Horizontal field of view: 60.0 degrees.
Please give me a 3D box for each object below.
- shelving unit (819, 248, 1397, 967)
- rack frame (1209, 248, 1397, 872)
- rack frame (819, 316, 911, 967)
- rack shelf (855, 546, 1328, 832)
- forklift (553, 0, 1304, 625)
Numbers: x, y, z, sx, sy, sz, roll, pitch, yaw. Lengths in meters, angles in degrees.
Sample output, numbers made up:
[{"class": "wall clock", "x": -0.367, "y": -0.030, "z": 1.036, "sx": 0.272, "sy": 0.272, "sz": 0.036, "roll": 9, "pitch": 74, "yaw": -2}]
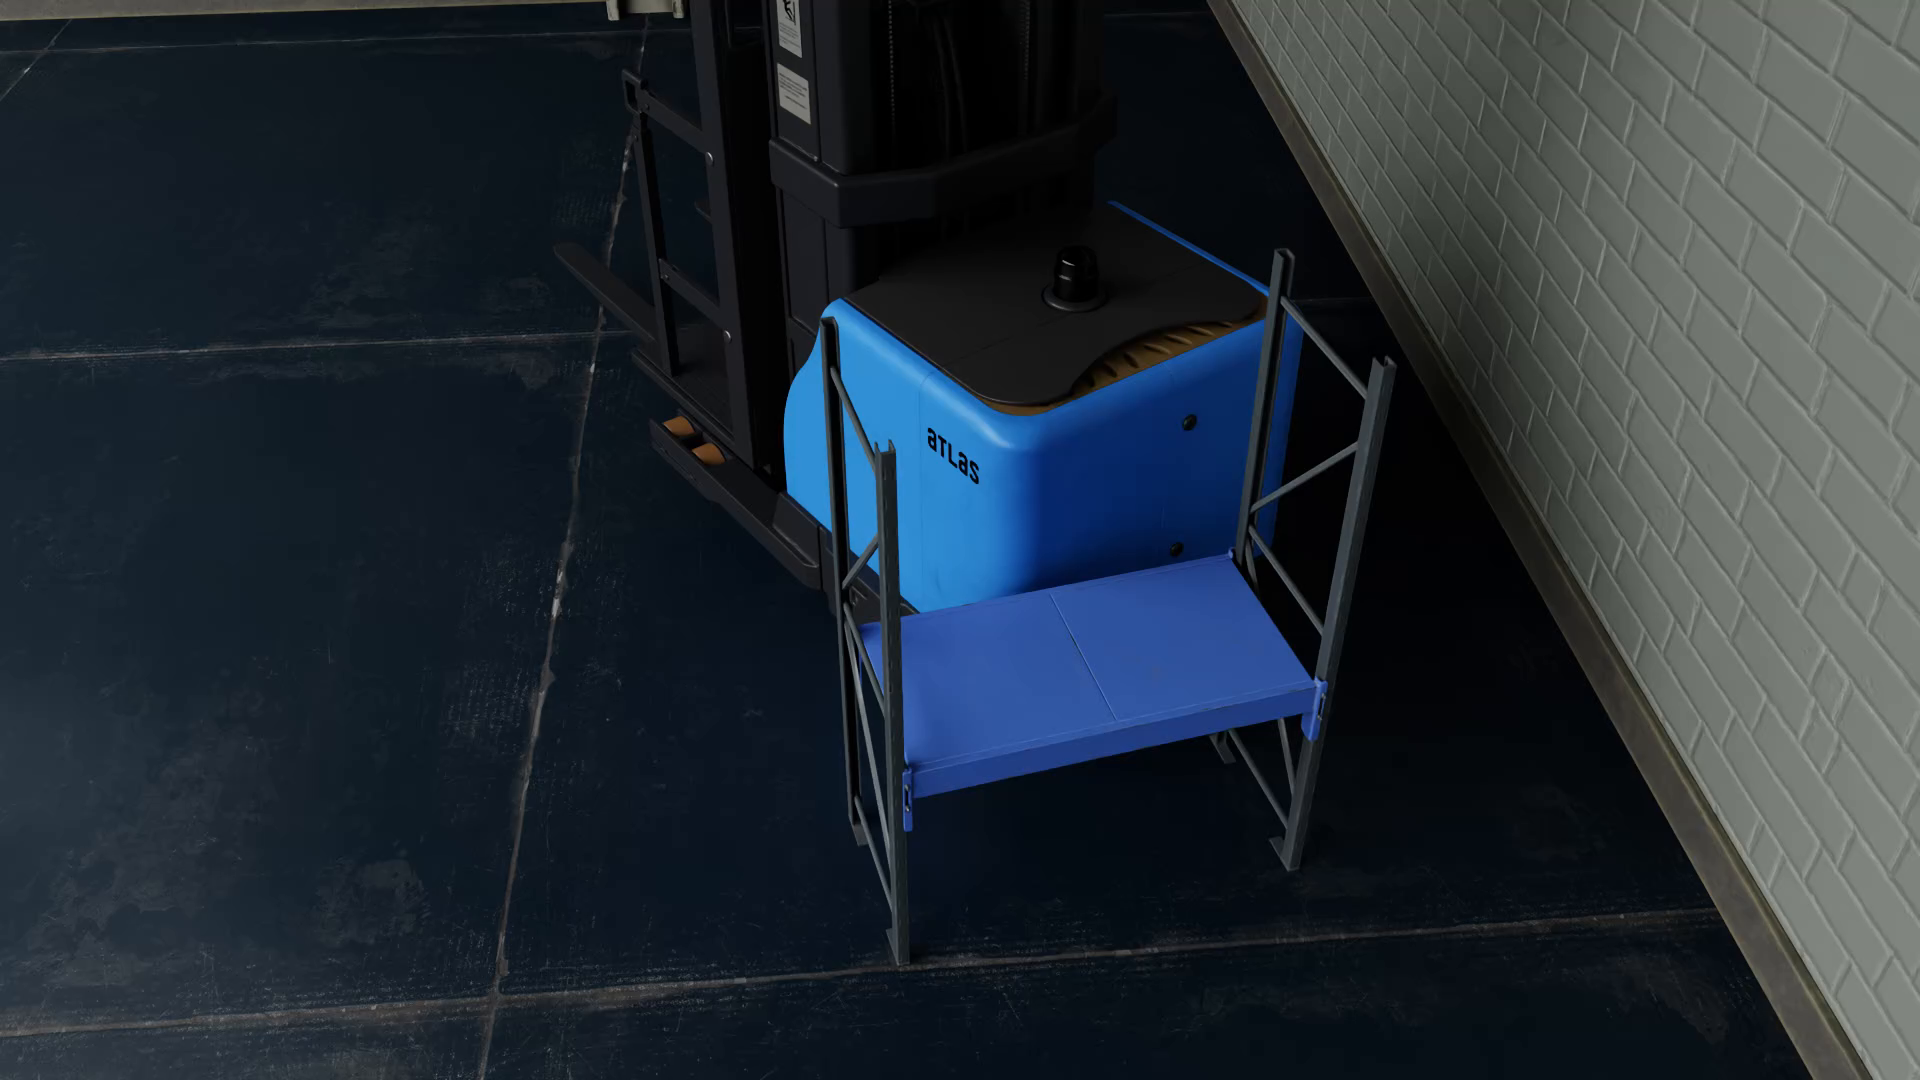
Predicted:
[{"class": "shelving unit", "x": 0.284, "y": 0.189, "z": 3.797, "sx": 1.048, "sy": 1.500, "sz": 0.538, "roll": -11, "pitch": 40, "yaw": -13}, {"class": "rack frame", "x": 0.771, "y": 0.099, "z": 3.912, "sx": 0.032, "sy": 1.500, "sz": 0.500, "roll": -11, "pitch": 40, "yaw": -13}, {"class": "rack frame", "x": -0.203, "y": 0.280, "z": 3.683, "sx": 0.032, "sy": 1.500, "sz": 0.500, "roll": -11, "pitch": 40, "yaw": -13}, {"class": "rack shelf", "x": 0.284, "y": 0.330, "z": 3.909, "sx": 1.000, "sy": 0.185, "sz": 0.538, "roll": -11, "pitch": 40, "yaw": -13}, {"class": "forklift", "x": -0.371, "y": -1.460, "z": 4.735, "sx": 1.130, "sy": 2.935, "sz": 3.031, "roll": -25, "pitch": 45, "yaw": -28}]
